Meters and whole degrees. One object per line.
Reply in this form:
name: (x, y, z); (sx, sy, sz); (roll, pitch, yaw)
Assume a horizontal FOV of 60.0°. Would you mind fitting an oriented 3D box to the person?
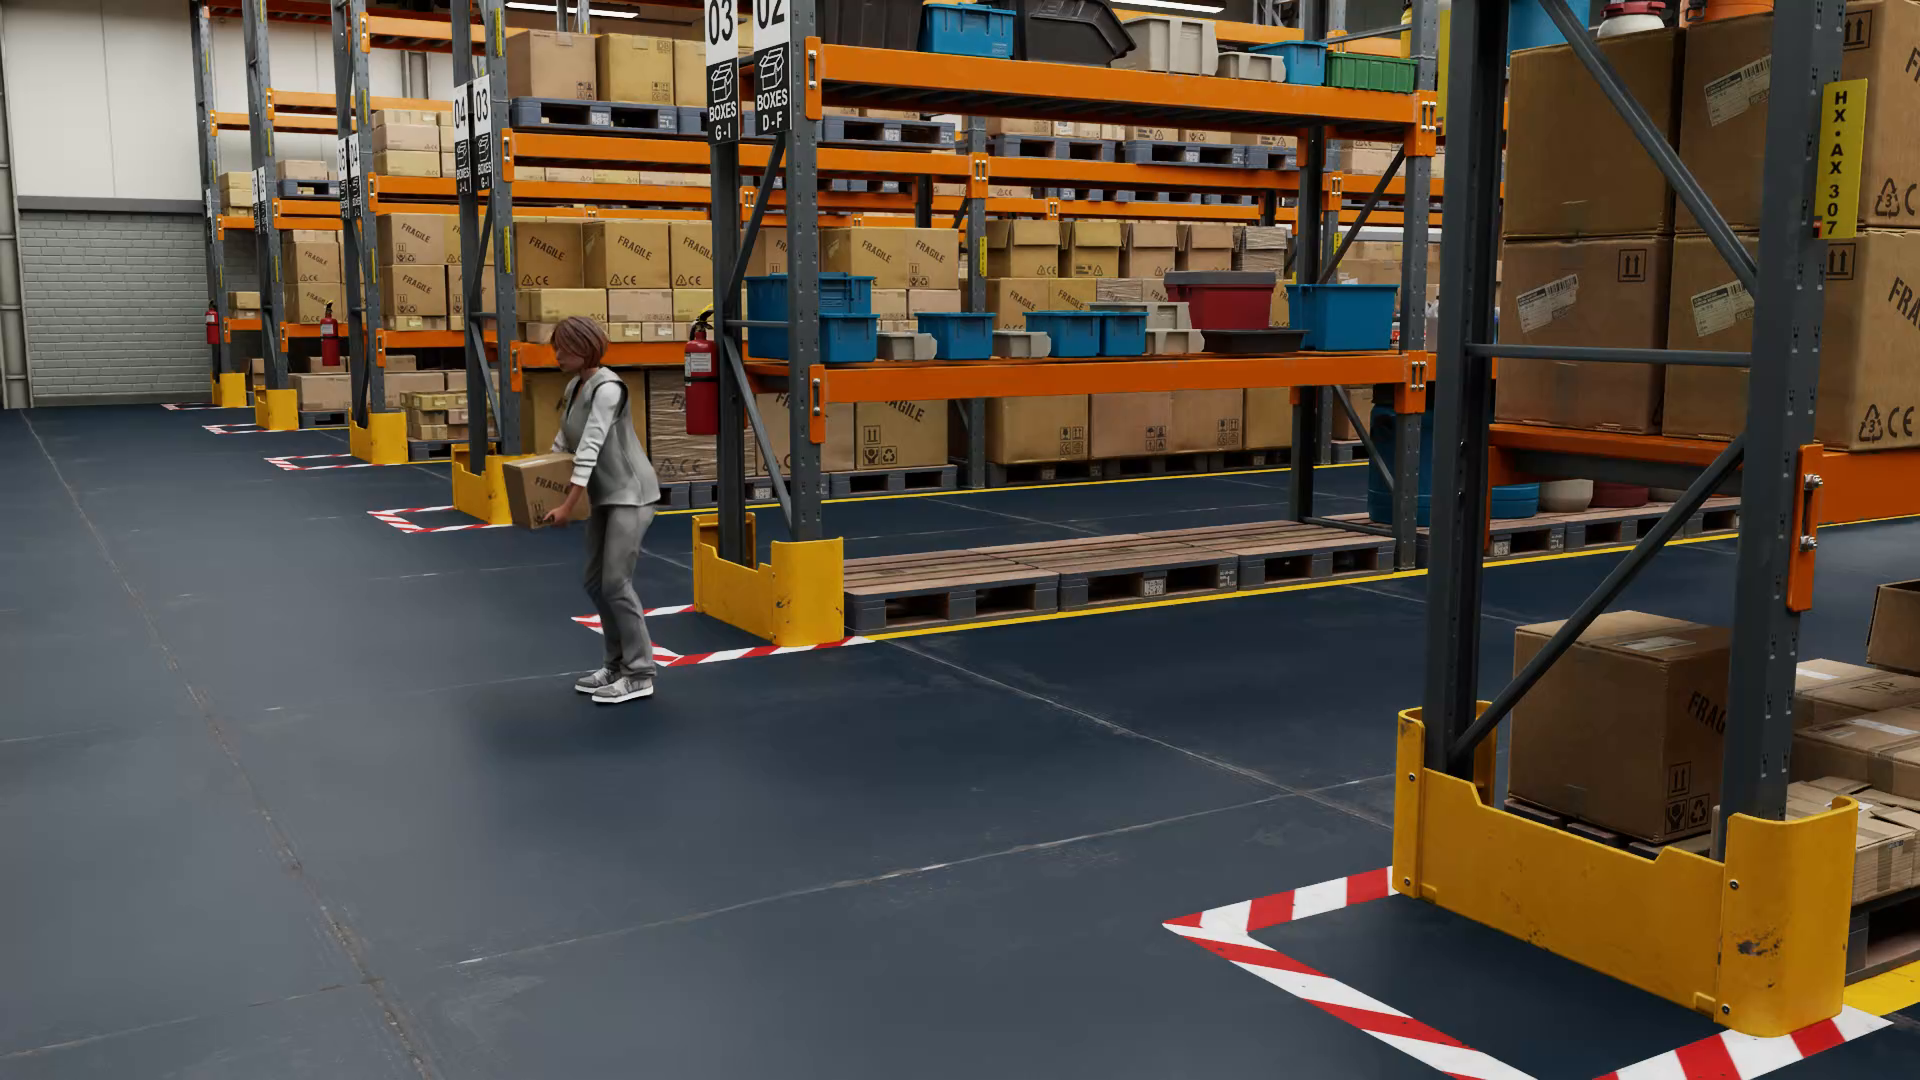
person: (-1.492, -0.117, 6.802); (0.527, 1.565, 0.374); (-5, 10, -32)
